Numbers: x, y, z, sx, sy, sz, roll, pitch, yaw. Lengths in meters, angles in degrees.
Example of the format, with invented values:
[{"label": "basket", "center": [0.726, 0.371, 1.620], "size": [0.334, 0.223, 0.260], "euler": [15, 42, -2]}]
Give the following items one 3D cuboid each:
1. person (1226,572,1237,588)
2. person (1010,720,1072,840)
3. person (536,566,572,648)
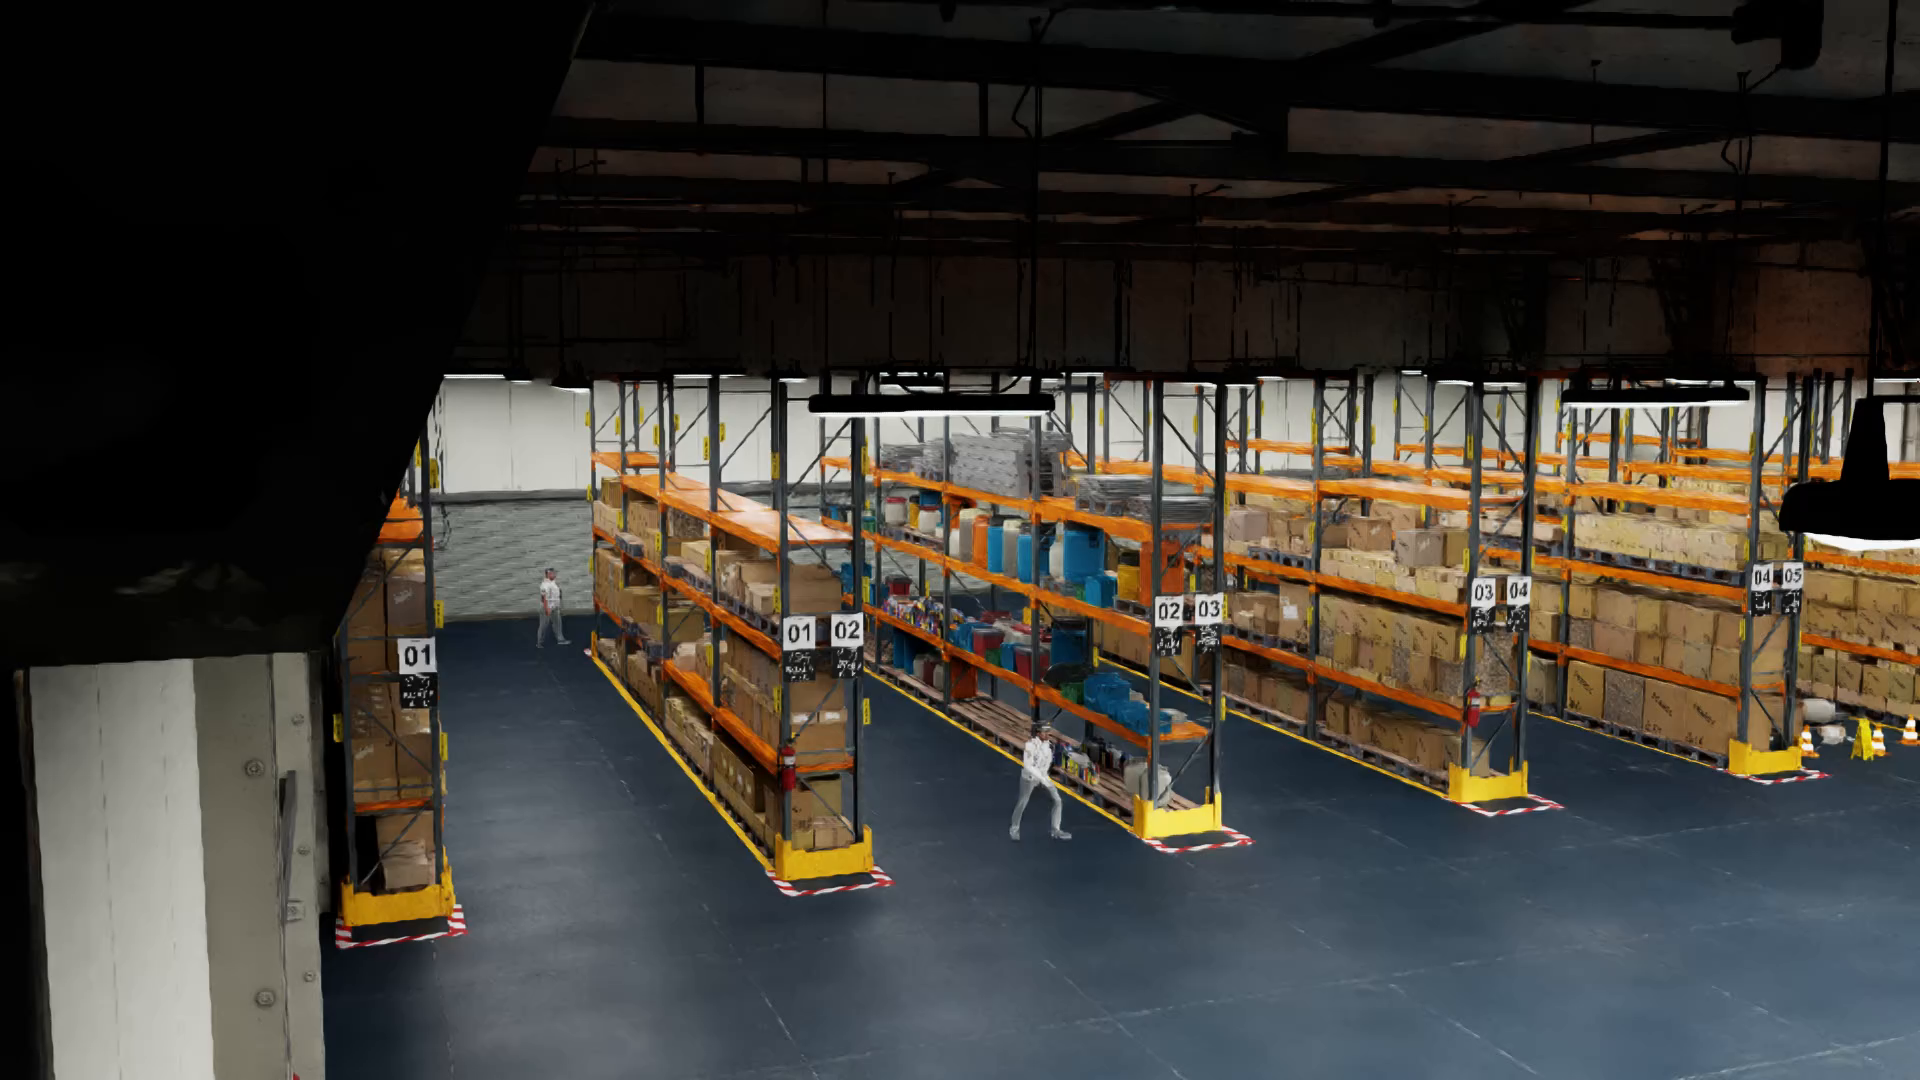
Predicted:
[{"label": "person", "center": [7.231, 0.528, 44.136], "size": [0.587, 1.780, 0.551], "euler": [2, 7, 15]}, {"label": "person", "center": [1.003, 3.112, 21.659], "size": [0.632, 1.620, 0.755], "euler": [-5, 8, -41]}, {"label": "person", "center": [-8.853, 1.430, 36.023], "size": [0.581, 1.753, 0.769], "euler": [2, 7, 16]}]
